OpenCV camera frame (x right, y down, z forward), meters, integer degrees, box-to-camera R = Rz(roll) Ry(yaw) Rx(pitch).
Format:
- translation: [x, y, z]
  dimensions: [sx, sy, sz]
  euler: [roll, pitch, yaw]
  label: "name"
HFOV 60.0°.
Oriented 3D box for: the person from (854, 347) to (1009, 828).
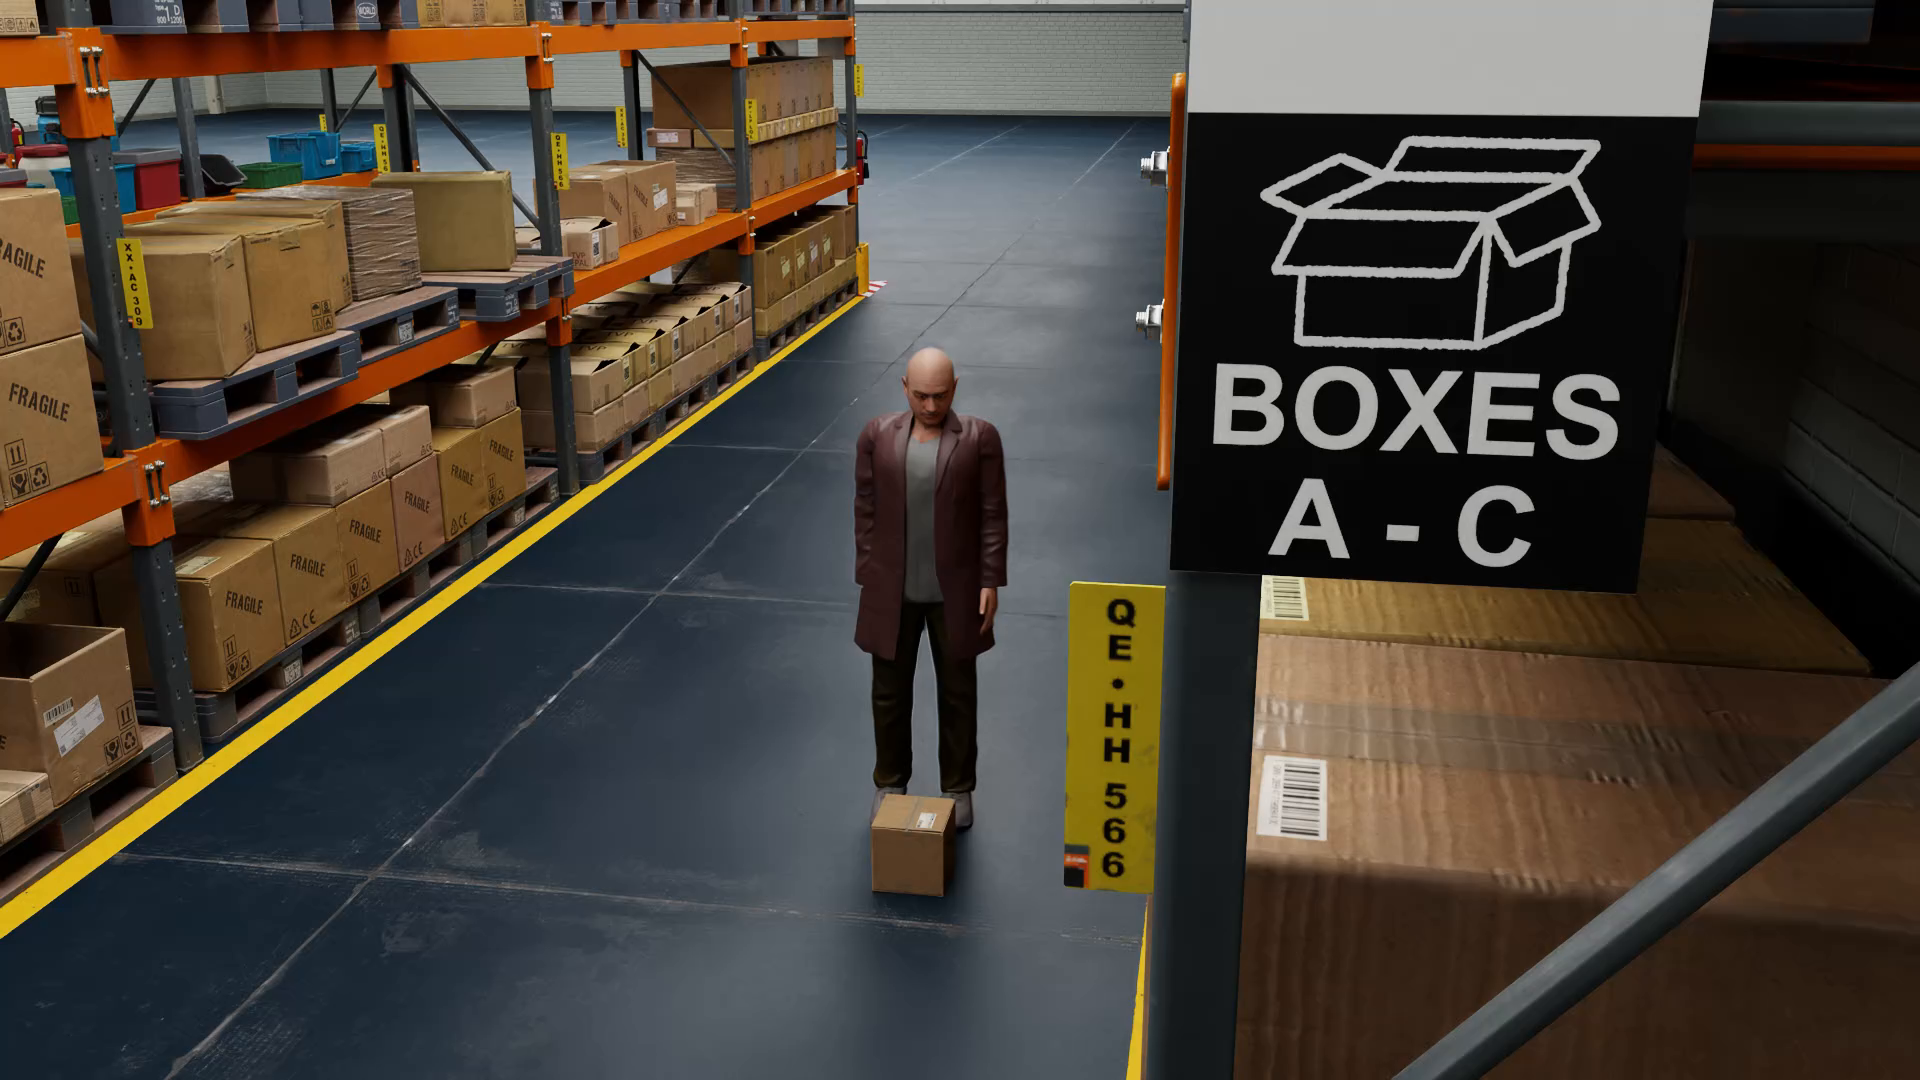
- translation: [-0.108, 0.181, 6.024]
  dimensions: [0.562, 1.772, 0.378]
  euler: [2, 18, 5]
  label: "person"
